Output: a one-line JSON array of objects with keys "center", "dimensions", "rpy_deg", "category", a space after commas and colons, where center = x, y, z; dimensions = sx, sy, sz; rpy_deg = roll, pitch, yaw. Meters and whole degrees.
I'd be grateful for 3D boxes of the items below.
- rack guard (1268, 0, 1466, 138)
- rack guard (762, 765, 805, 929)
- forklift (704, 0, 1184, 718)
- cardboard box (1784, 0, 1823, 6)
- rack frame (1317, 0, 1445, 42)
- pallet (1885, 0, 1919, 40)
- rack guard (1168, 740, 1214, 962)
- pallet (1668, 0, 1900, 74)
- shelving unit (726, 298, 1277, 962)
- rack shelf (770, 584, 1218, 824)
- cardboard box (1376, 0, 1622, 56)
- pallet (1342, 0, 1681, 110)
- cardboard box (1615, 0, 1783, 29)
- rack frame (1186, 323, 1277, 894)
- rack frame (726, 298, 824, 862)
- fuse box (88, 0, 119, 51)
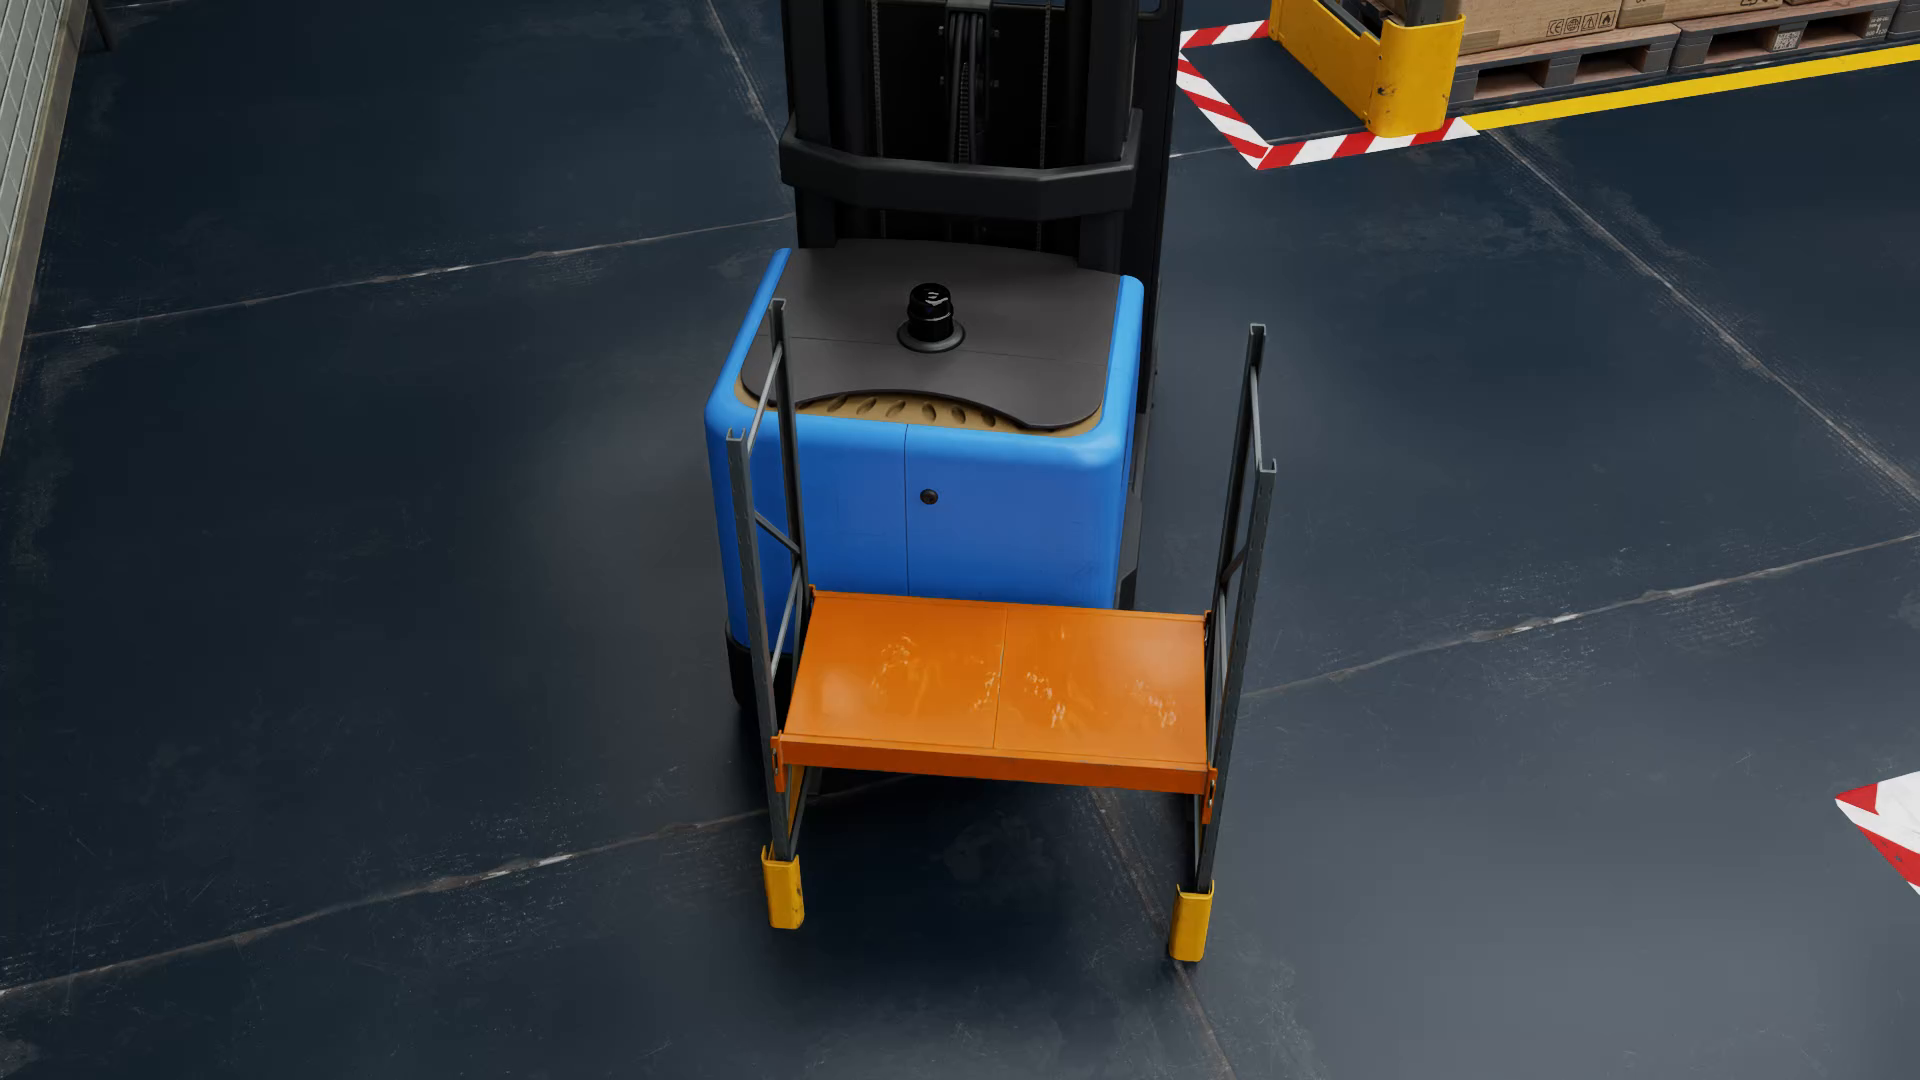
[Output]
[{"center": [1.814, -2.332, 7.540], "dimensions": [0.348, 0.500, 1.175], "rpy_deg": [-12, 42, -13], "category": "rack guard"}, {"center": [-0.410, 0.681, 4.280], "dimensions": [0.087, 0.250, 0.587], "rpy_deg": [4, 41, 4], "category": "rack guard"}, {"center": [0.094, -1.511, 4.752], "dimensions": [1.130, 2.935, 3.031], "rpy_deg": [6, 41, 6], "category": "forklift"}, {"center": [4.167, -3.028, 8.064], "dimensions": [0.875, 0.438, 0.875], "rpy_deg": [-13, 43, -14], "category": "cardboard box"}, {"center": [1.837, -3.278, 6.723], "dimensions": [0.127, 3.000, 1.000], "rpy_deg": [-12, 42, -13], "category": "rack frame"}, {"center": [4.903, -2.918, 8.429], "dimensions": [1.213, 0.211, 1.003], "rpy_deg": [-12, 42, -13], "category": "pallet"}, {"center": [0.582, 0.744, 4.209], "dimensions": [0.087, 0.250, 0.587], "rpy_deg": [4, 41, 4], "category": "rack guard"}, {"center": [3.737, -2.674, 8.150], "dimensions": [1.213, 0.211, 1.003], "rpy_deg": [-12, 42, -13], "category": "pallet"}, {"center": [0.086, 0.242, 3.833], "dimensions": [1.083, 1.500, 0.587], "rpy_deg": [4, 41, 4], "category": "shelving unit"}, {"center": [0.095, 0.378, 3.951], "dimensions": [1.000, 0.185, 0.538], "rpy_deg": [4, 41, 4], "category": "rack shelf"}, {"center": [2.436, -2.665, 7.649], "dimensions": [0.875, 0.438, 0.875], "rpy_deg": [-13, 43, -15], "category": "cardboard box"}, {"center": [2.576, -2.435, 7.877], "dimensions": [1.213, 0.211, 1.003], "rpy_deg": [-12, 42, -13], "category": "pallet"}, {"center": [3.306, -2.851, 7.862], "dimensions": [0.875, 0.438, 0.875], "rpy_deg": [-11, 42, -12], "category": "cardboard box"}, {"center": [0.601, 0.274, 3.796], "dimensions": [0.032, 1.500, 0.500], "rpy_deg": [4, 41, 4], "category": "rack frame"}, {"center": [-0.411, 0.211, 3.869], "dimensions": [0.032, 1.500, 0.500], "rpy_deg": [4, 41, 4], "category": "rack frame"}, {"center": [-4.027, -3.011, 7.396], "dimensions": [0.414, 1.711, 0.539], "rpy_deg": [-12, 42, -13], "category": "fuse box"}]
